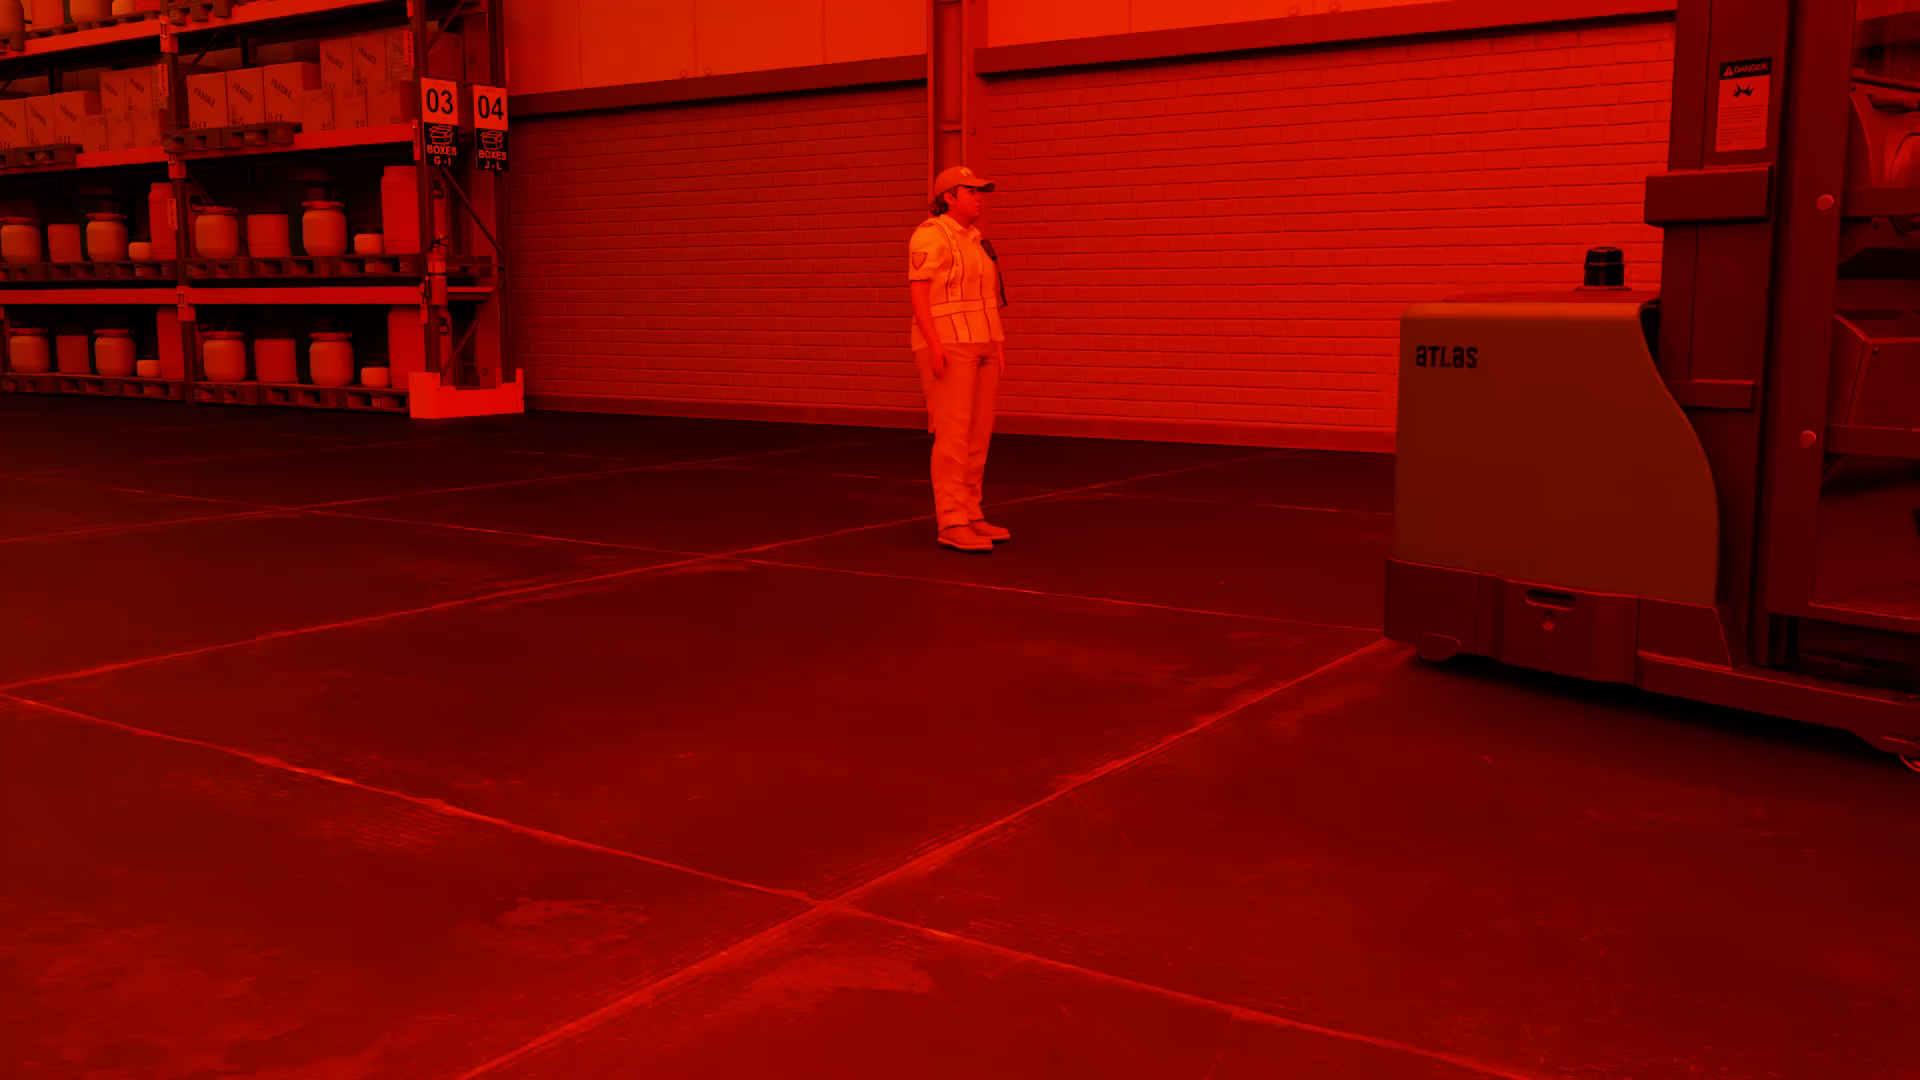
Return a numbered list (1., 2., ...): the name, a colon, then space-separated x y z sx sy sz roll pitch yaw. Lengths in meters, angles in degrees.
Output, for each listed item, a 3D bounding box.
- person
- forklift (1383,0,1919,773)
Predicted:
1. person: 0.051 -0.825 7.424 0.529 1.670 0.598 5 10 34
2. forklift: 2.586 -0.968 3.997 1.130 2.935 3.031 -6 10 -37
